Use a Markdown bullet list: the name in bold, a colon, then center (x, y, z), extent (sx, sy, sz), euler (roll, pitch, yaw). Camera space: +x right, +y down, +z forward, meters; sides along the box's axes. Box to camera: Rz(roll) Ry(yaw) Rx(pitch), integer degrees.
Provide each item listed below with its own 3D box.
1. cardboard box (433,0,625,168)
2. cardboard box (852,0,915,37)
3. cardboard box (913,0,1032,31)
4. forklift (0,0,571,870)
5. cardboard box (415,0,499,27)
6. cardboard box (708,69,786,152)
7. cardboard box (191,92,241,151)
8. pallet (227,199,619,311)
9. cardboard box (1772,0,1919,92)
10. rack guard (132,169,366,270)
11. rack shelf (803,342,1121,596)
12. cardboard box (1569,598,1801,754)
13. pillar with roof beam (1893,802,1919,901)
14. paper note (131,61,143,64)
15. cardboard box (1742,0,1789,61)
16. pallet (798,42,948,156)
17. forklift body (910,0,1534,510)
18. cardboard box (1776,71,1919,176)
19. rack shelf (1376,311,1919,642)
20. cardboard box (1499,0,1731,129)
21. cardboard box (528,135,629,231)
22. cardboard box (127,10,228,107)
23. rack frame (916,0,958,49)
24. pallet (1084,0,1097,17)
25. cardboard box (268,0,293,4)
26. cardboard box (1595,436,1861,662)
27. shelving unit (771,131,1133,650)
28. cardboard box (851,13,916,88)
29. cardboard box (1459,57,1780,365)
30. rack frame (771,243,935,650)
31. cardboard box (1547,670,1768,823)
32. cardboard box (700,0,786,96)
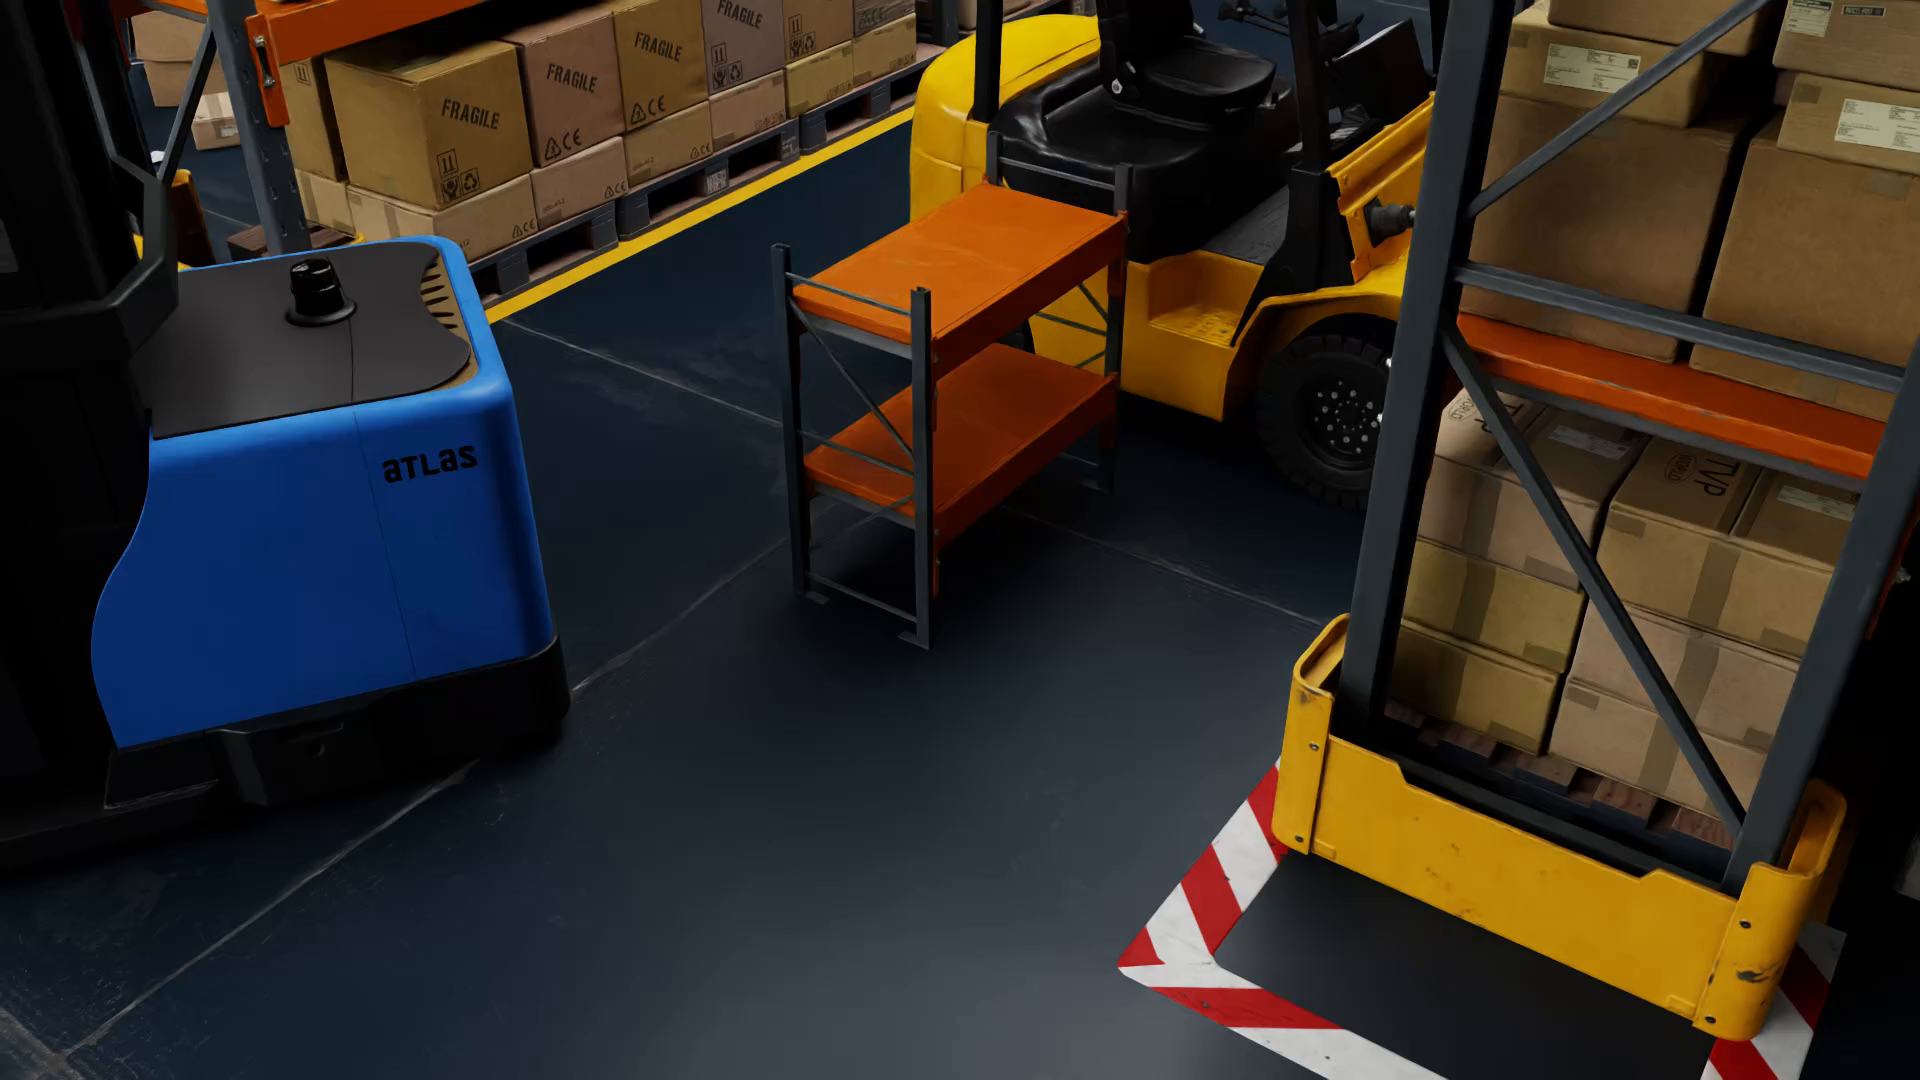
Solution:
- **cardboard box**: center (-1.737, -1.875, 6.755), extent (0.500, 0.500, 0.500), euler (20, 39, 27)
- **cardboard box**: center (-0.568, -2.821, 8.155), extent (0.500, 0.500, 0.500), euler (21, 39, 28)
- **cardboard box**: center (-0.154, -3.161, 9.218), extent (0.950, 0.372, 0.625), euler (22, 40, 29)
- **forklift**: center (-2.615, -0.630, 3.566), extent (3.031, 2.935, 1.130), euler (-13, 36, -18)
- **cardboard box**: center (-2.195, -2.032, 6.987), extent (0.500, 0.500, 0.500), euler (23, 40, 30)
- **cardboard box**: center (-1.157, -2.030, 7.654), extent (0.500, 0.250, 0.500), euler (22, 40, 29)
- **cardboard box**: center (-3.645, -2.060, 8.164), extent (0.250, 0.149, 0.380), euler (-15, 37, -21)
- **pallet**: center (-2.196, -1.235, 6.889), extent (1.003, 0.211, 1.213), euler (21, 39, 28)
- **cardboard box**: center (1.715, -0.929, 3.012), extent (0.380, 0.149, 0.250), euler (20, 39, 27)
- **rack guard**: center (-2.689, -0.993, 6.271), extent (1.175, 0.500, 0.348), euler (21, 39, 28)
- **rack shelf**: center (0.004, -0.267, 5.076), extent (0.538, 0.278, 1.000), euler (21, 39, 28)
- **cardboard box**: center (1.787, 0.199, 3.912), extent (0.500, 0.250, 0.500), euler (22, 40, 29)
- **pillar with roof beam**: center (-1.051, -4.302, 3.578), extent (9.100, 9.000, 0.400), euler (21, 39, 28)
- **paper note**: center (-4.476, -2.619, 9.114), extent (0.123, 0.001, 0.032), euler (-15, 37, -21)
- **cardboard box**: center (1.635, -1.195, 3.672), extent (0.380, 0.149, 0.250), euler (22, 40, 29)
- **pallet**: center (-0.805, -2.358, 8.549), extent (1.003, 0.211, 1.213), euler (21, 39, 28)
- **forklift body**: center (0.930, -1.513, 5.567), extent (2.313, 2.155, 1.214), euler (21, 39, 28)
- **cardboard box**: center (1.754, -0.793, 3.076), extent (0.380, 0.149, 0.250), euler (20, 39, 27)
- **rack shelf**: center (2.488, -1.032, 4.740), extent (1.077, 0.370, 4.000), euler (21, 39, 28)
- **cardboard box**: center (1.315, -0.968, 3.336), extent (0.380, 0.149, 0.250), euler (22, 40, 29)
- **cardboard box**: center (-1.748, -1.543, 6.934), extent (0.500, 0.250, 0.500), euler (23, 40, 30)
- **cardboard box**: center (-3.810, -2.576, 8.610), extent (0.797, 0.503, 0.637), euler (-3, 34, -4)
- **rack frame**: center (-0.451, -3.834, 8.242), extent (1.000, 3.000, 0.127), euler (21, 39, 28)
- **pallet**: center (0.686, -3.601, 10.387), extent (1.003, 0.211, 1.213), euler (21, 39, 28)
- **cardboard box**: center (-2.368, -1.979, 5.723), extent (0.380, 0.149, 0.250), euler (21, 40, 28)
- **cardboard box**: center (1.777, -0.019, 3.788), extent (0.500, 0.250, 0.500), euler (21, 39, 28)
- **shelving unit**: center (0.004, -0.469, 4.939), extent (0.538, 1.125, 1.048), euler (21, 39, 28)
- **cardboard box**: center (-0.568, -2.511, 8.365), extent (0.500, 0.250, 0.500), euler (23, 40, 30)
- **cardboard box**: center (1.413, -0.761, 3.608), extent (0.500, 0.500, 0.500), euler (20, 39, 27)
- **rack frame**: center (-0.286, -0.235, 4.594), extent (0.500, 1.125, 0.032), euler (21, 39, 28)
- **cardboard box**: center (1.789, 0.392, 4.072), extent (0.500, 0.250, 0.500), euler (21, 40, 28)
- **cardboard box**: center (-1.147, -2.352, 7.460), extent (0.500, 0.500, 0.500), euler (24, 41, 31)
